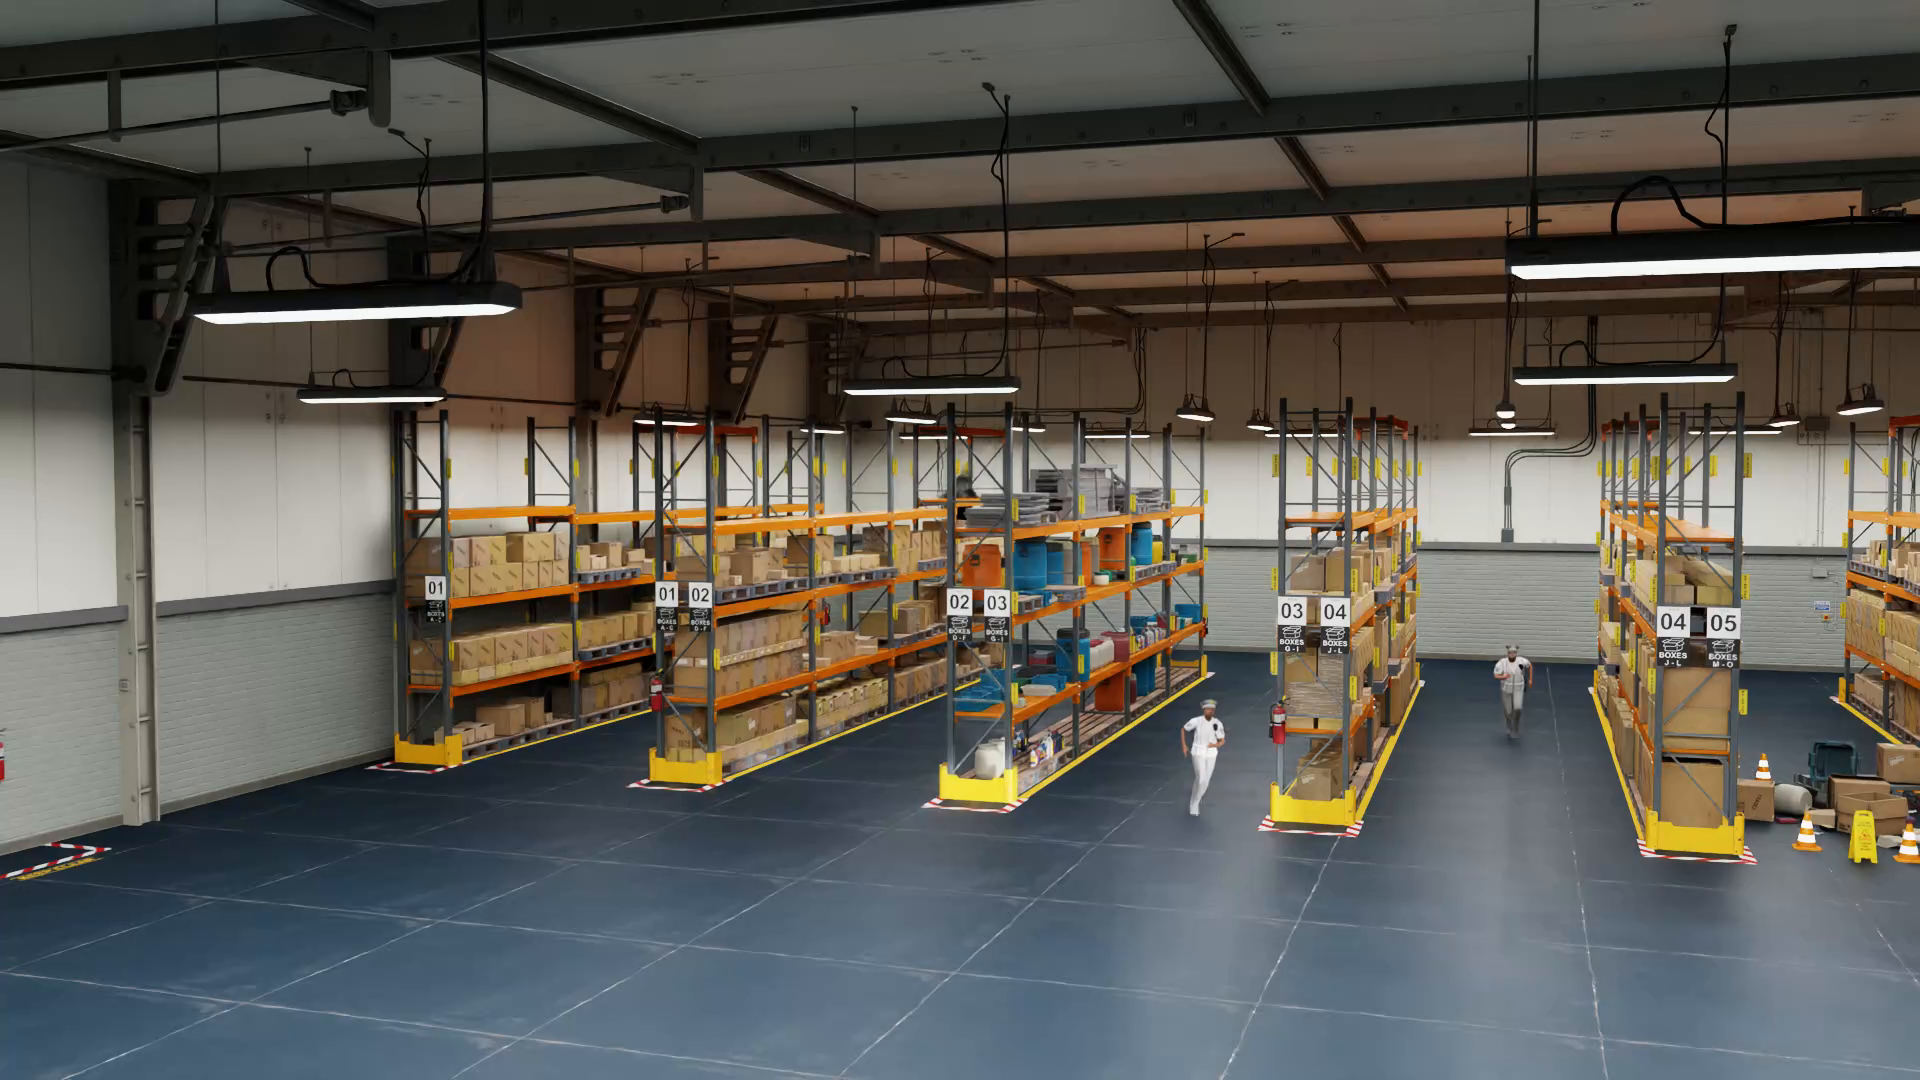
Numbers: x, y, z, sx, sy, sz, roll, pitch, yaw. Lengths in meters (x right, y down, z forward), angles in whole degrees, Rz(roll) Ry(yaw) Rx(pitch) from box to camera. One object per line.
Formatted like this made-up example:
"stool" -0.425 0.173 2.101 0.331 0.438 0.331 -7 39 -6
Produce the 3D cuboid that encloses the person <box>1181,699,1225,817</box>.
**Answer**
"person" 3.538 3.137 24.051 0.576 1.678 0.638 -1 3 -13

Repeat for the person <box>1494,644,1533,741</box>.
"person" 10.243 2.807 30.792 0.690 1.795 0.845 1 3 17
